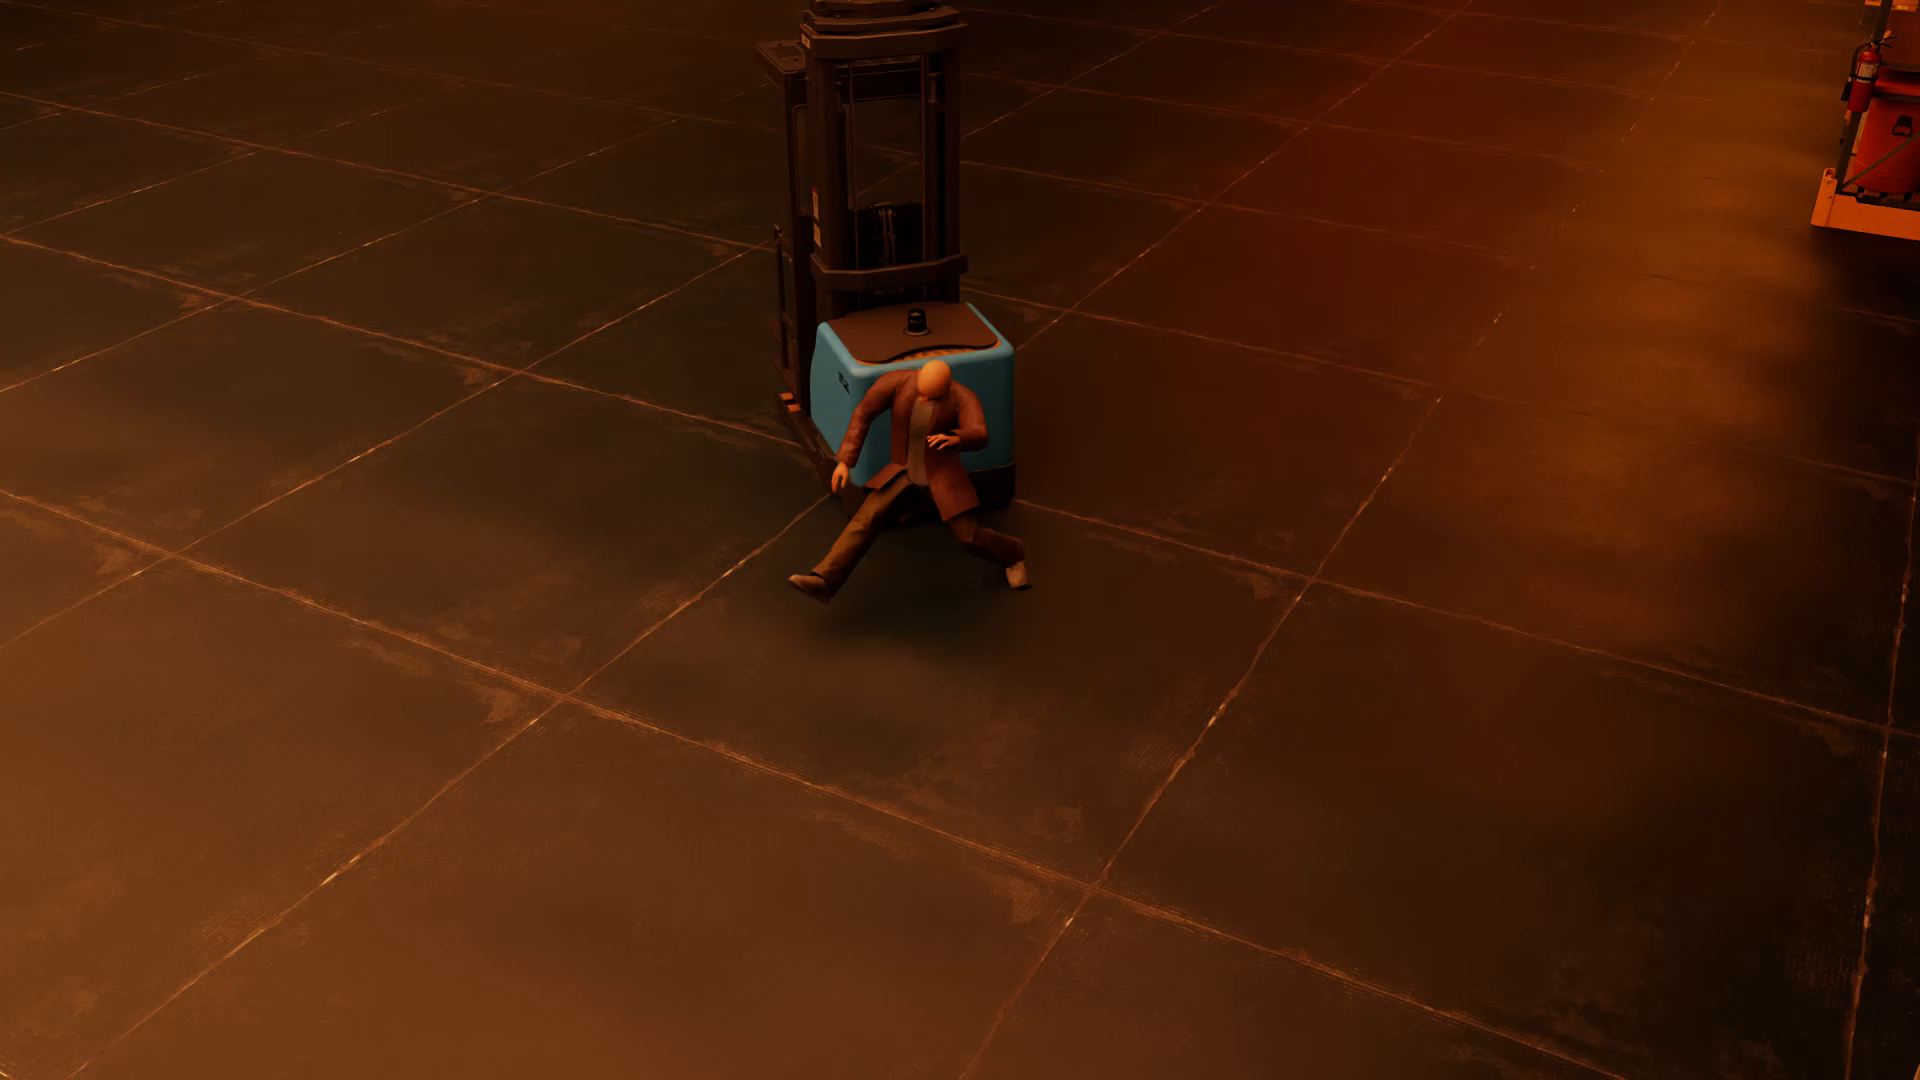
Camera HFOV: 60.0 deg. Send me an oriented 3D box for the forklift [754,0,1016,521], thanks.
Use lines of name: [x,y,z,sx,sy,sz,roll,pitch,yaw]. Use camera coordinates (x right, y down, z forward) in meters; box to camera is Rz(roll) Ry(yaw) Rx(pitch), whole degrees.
forklift: [-0.633,-2.089,10.691,1.130,2.935,3.031,-10,32,-17]

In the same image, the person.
person: [-0.229,-0.274,9.086,1.059,1.431,1.261,10,31,17]
